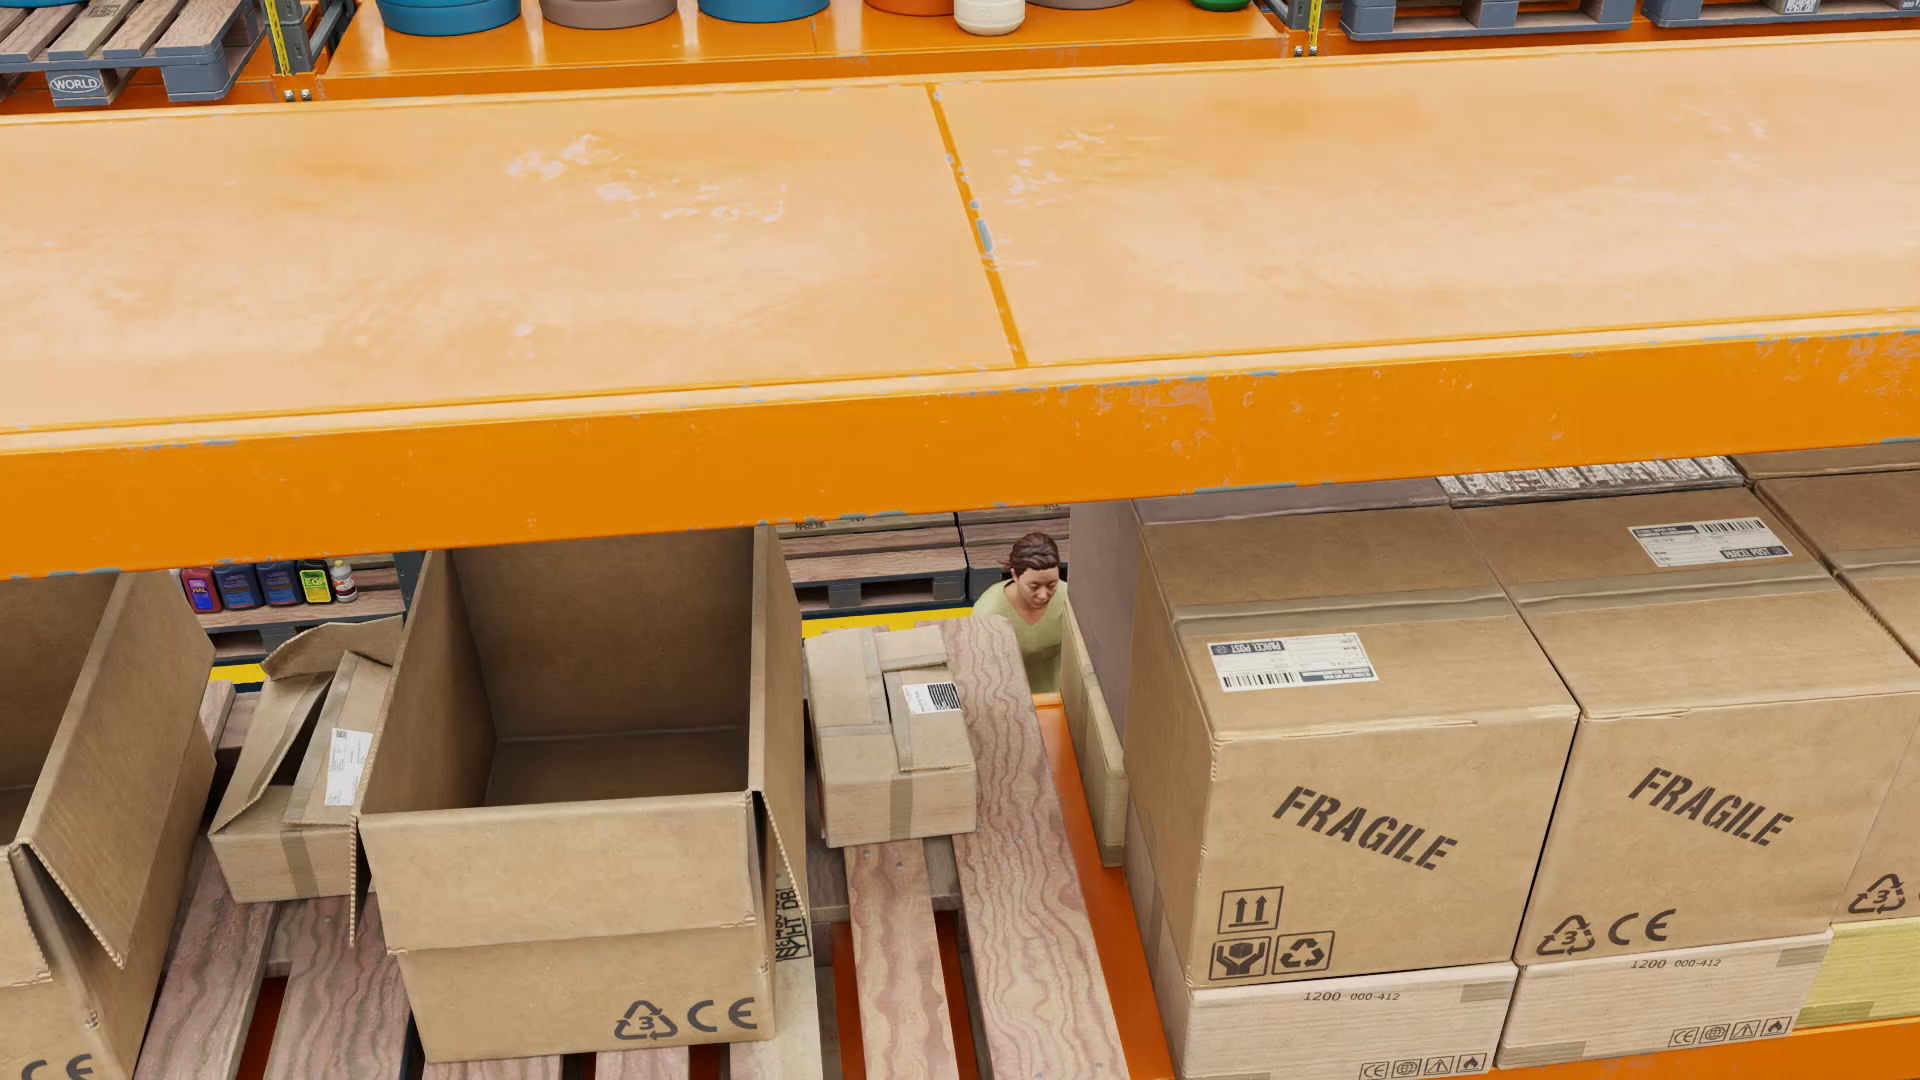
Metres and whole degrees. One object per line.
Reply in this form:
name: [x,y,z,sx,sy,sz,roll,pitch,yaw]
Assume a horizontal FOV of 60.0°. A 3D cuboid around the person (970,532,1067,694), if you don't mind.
person: [0.241,0.670,6.315,0.521,1.672,0.412,-6,35,-9]
